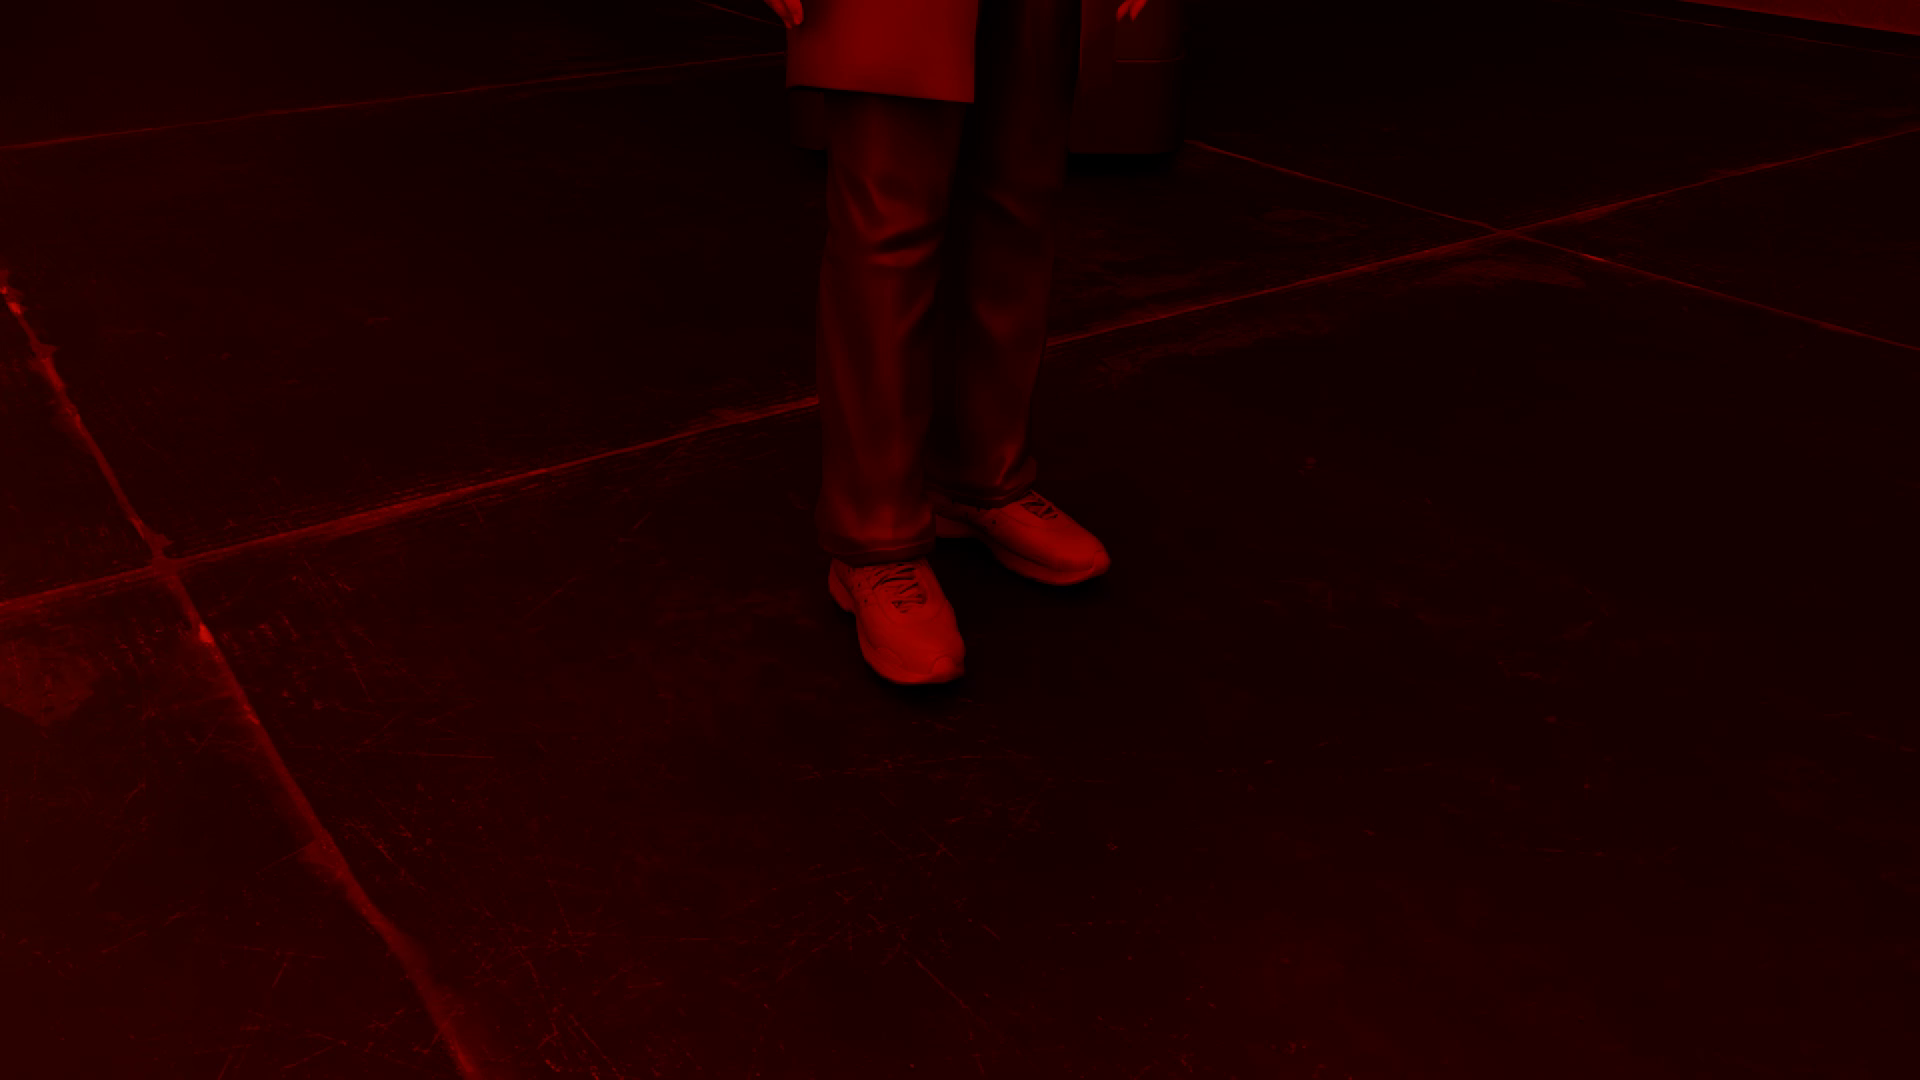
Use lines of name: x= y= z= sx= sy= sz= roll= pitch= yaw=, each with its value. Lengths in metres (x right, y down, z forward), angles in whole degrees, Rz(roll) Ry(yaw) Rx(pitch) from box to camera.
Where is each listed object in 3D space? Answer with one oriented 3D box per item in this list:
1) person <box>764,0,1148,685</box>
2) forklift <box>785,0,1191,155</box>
person: x=0.049 y=-0.767 z=2.028 sx=0.698 sy=1.778 sz=0.579 roll=-17 pitch=31 yaw=-31
forklift: x=0.136 y=-2.940 z=5.091 sx=1.130 sy=2.935 sz=3.031 roll=1 pitch=27 yaw=3
